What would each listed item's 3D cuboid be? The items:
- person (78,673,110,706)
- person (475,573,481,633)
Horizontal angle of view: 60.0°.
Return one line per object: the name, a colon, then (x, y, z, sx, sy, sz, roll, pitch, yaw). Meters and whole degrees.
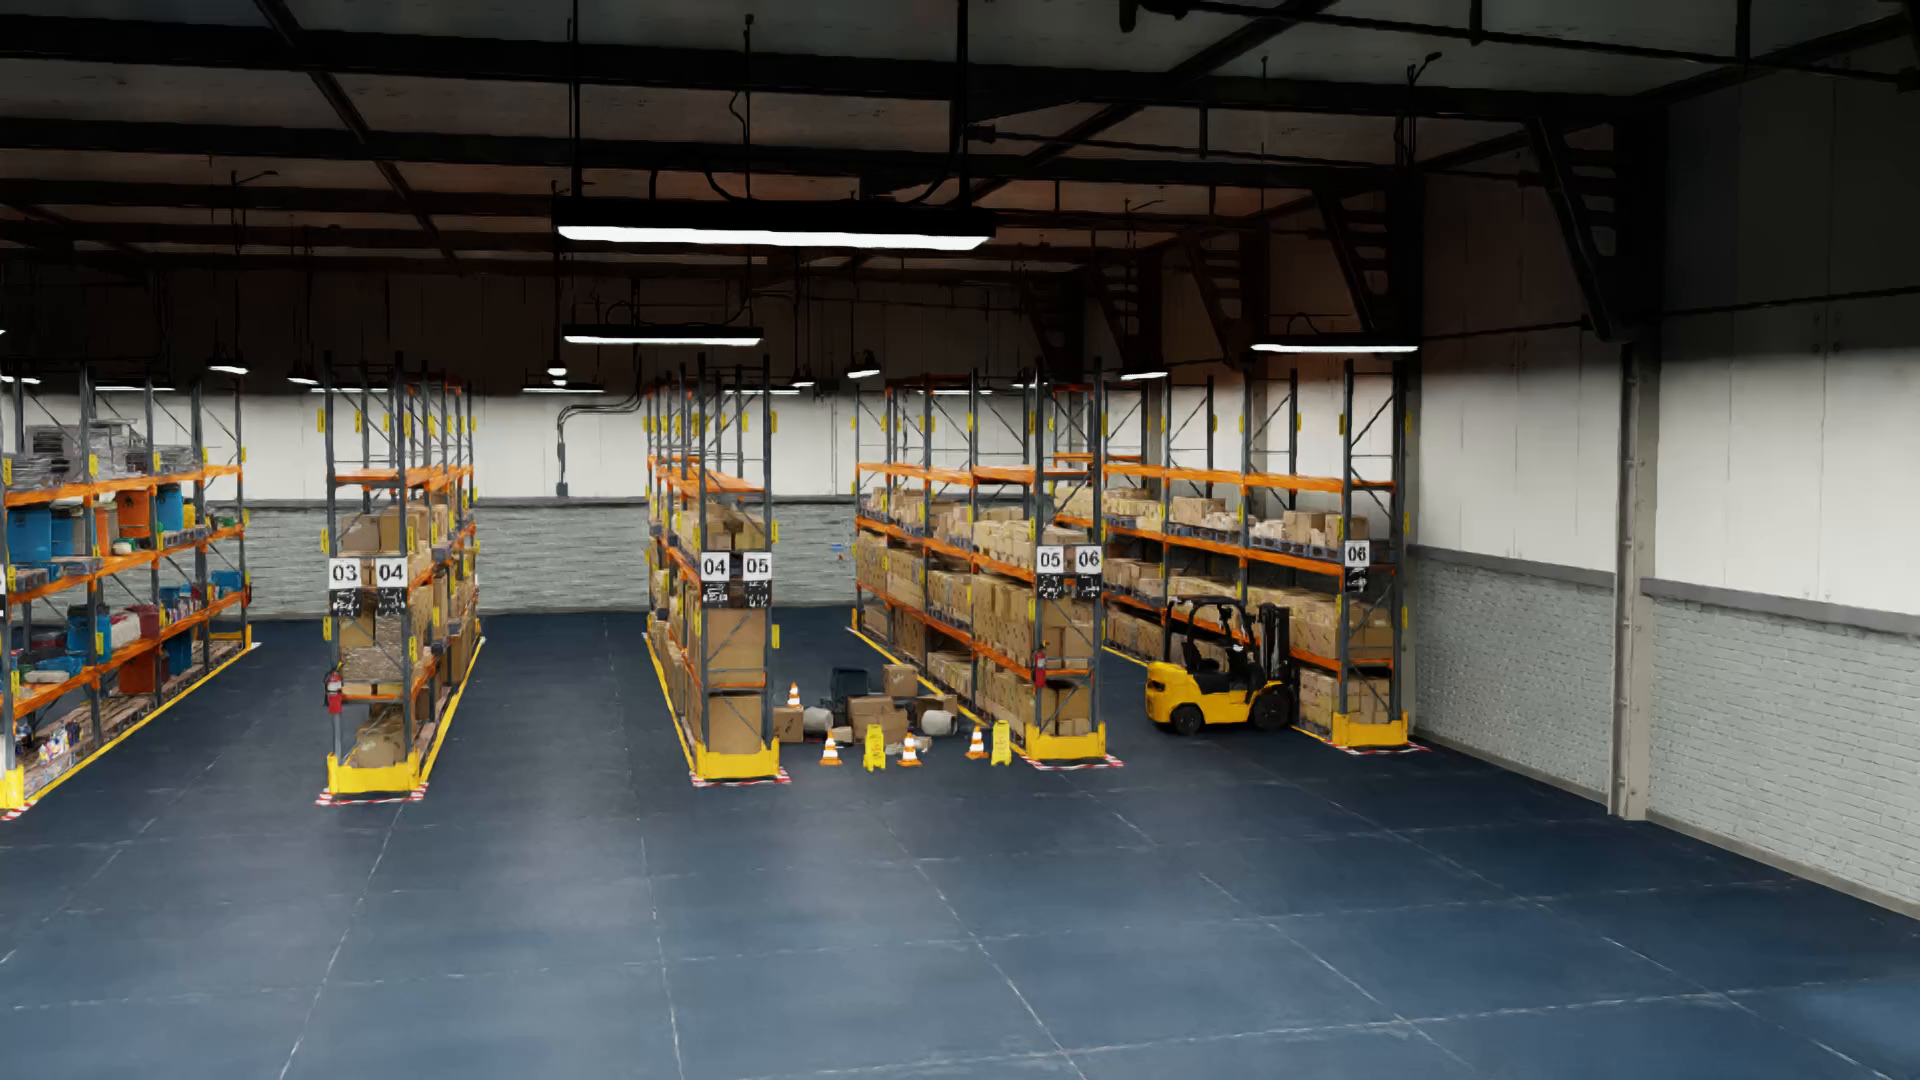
person: (-14.833, 1.958, 28.427, 0.610, 1.734, 0.432, 2, 4, 28)
person: (-11.631, 1.367, 39.490, 0.660, 1.760, 0.395, 4, 6, 45)
